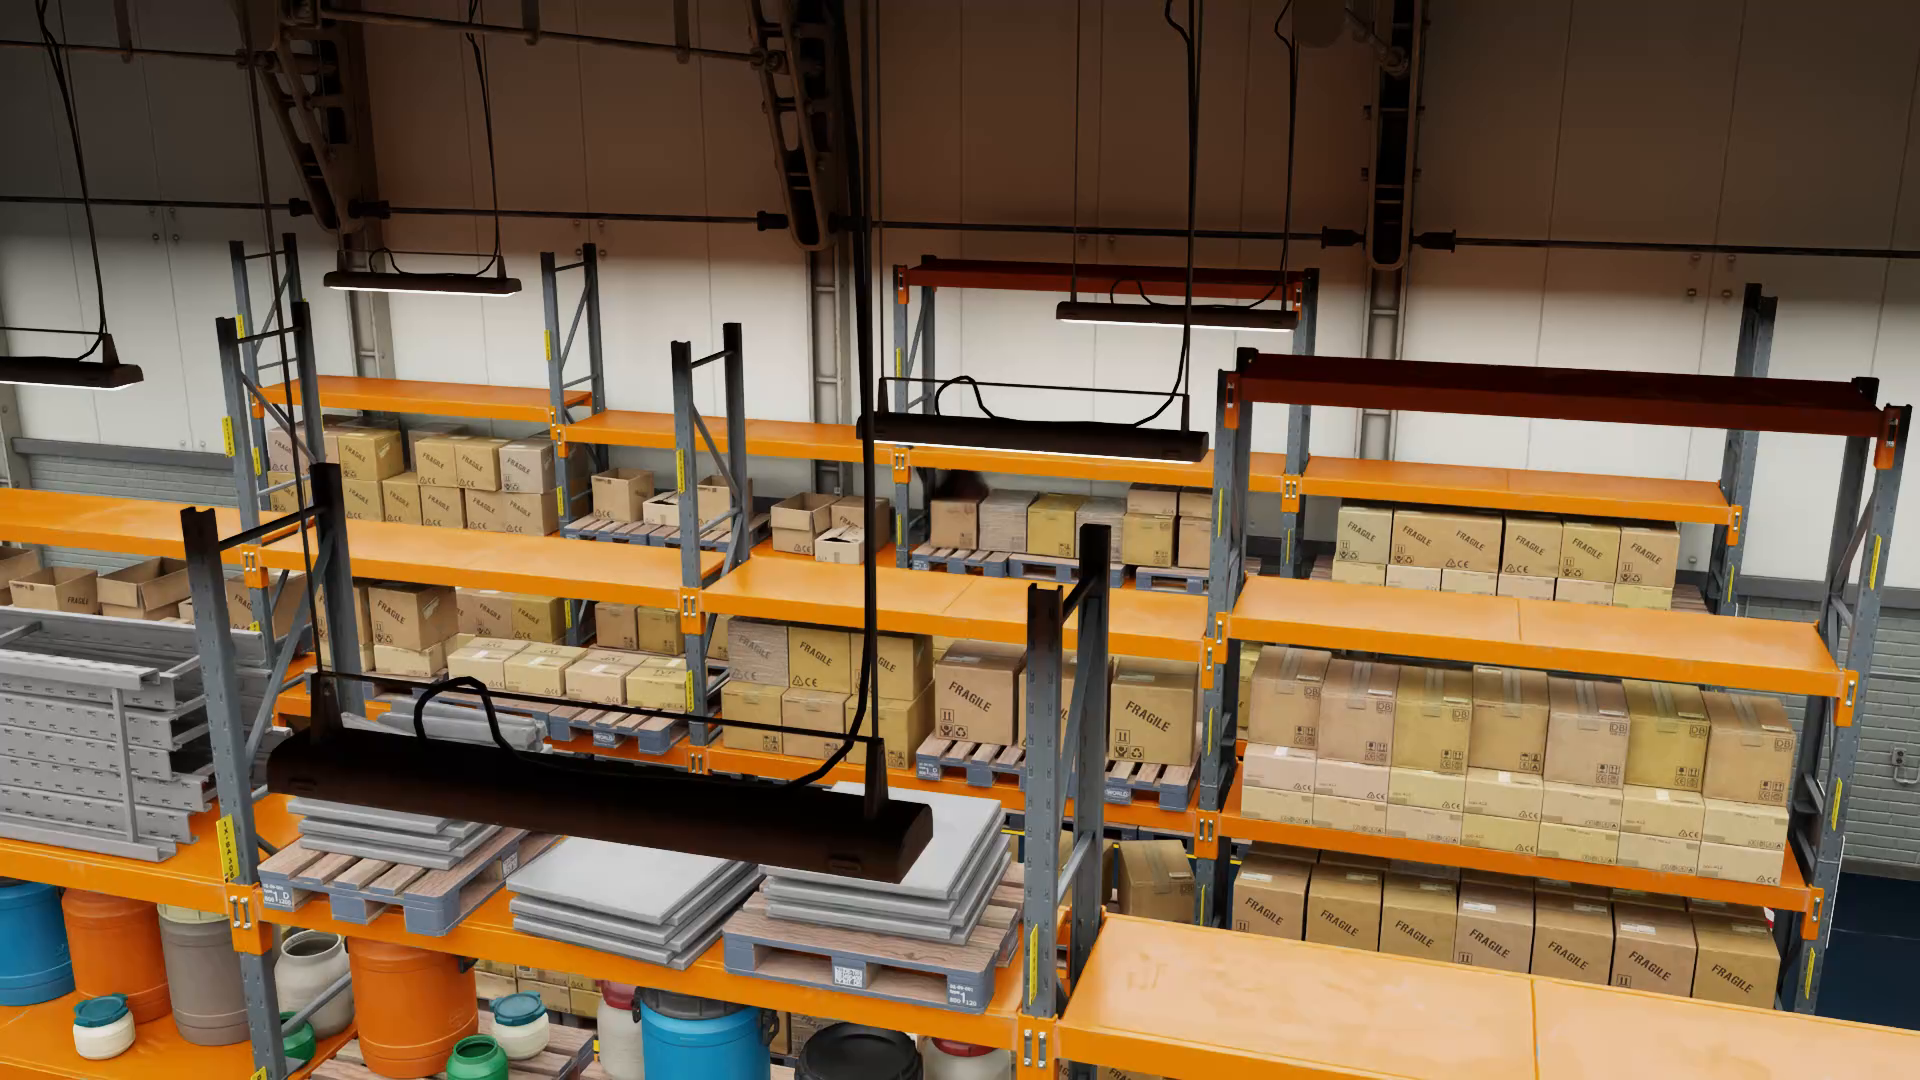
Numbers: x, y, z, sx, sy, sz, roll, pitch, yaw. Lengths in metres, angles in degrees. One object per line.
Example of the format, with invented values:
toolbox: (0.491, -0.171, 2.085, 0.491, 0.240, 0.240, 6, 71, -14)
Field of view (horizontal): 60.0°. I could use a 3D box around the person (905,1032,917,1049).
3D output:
person: (-0.622, 3.971, 11.834, 0.618, 1.765, 0.653, 9, 19, 30)
